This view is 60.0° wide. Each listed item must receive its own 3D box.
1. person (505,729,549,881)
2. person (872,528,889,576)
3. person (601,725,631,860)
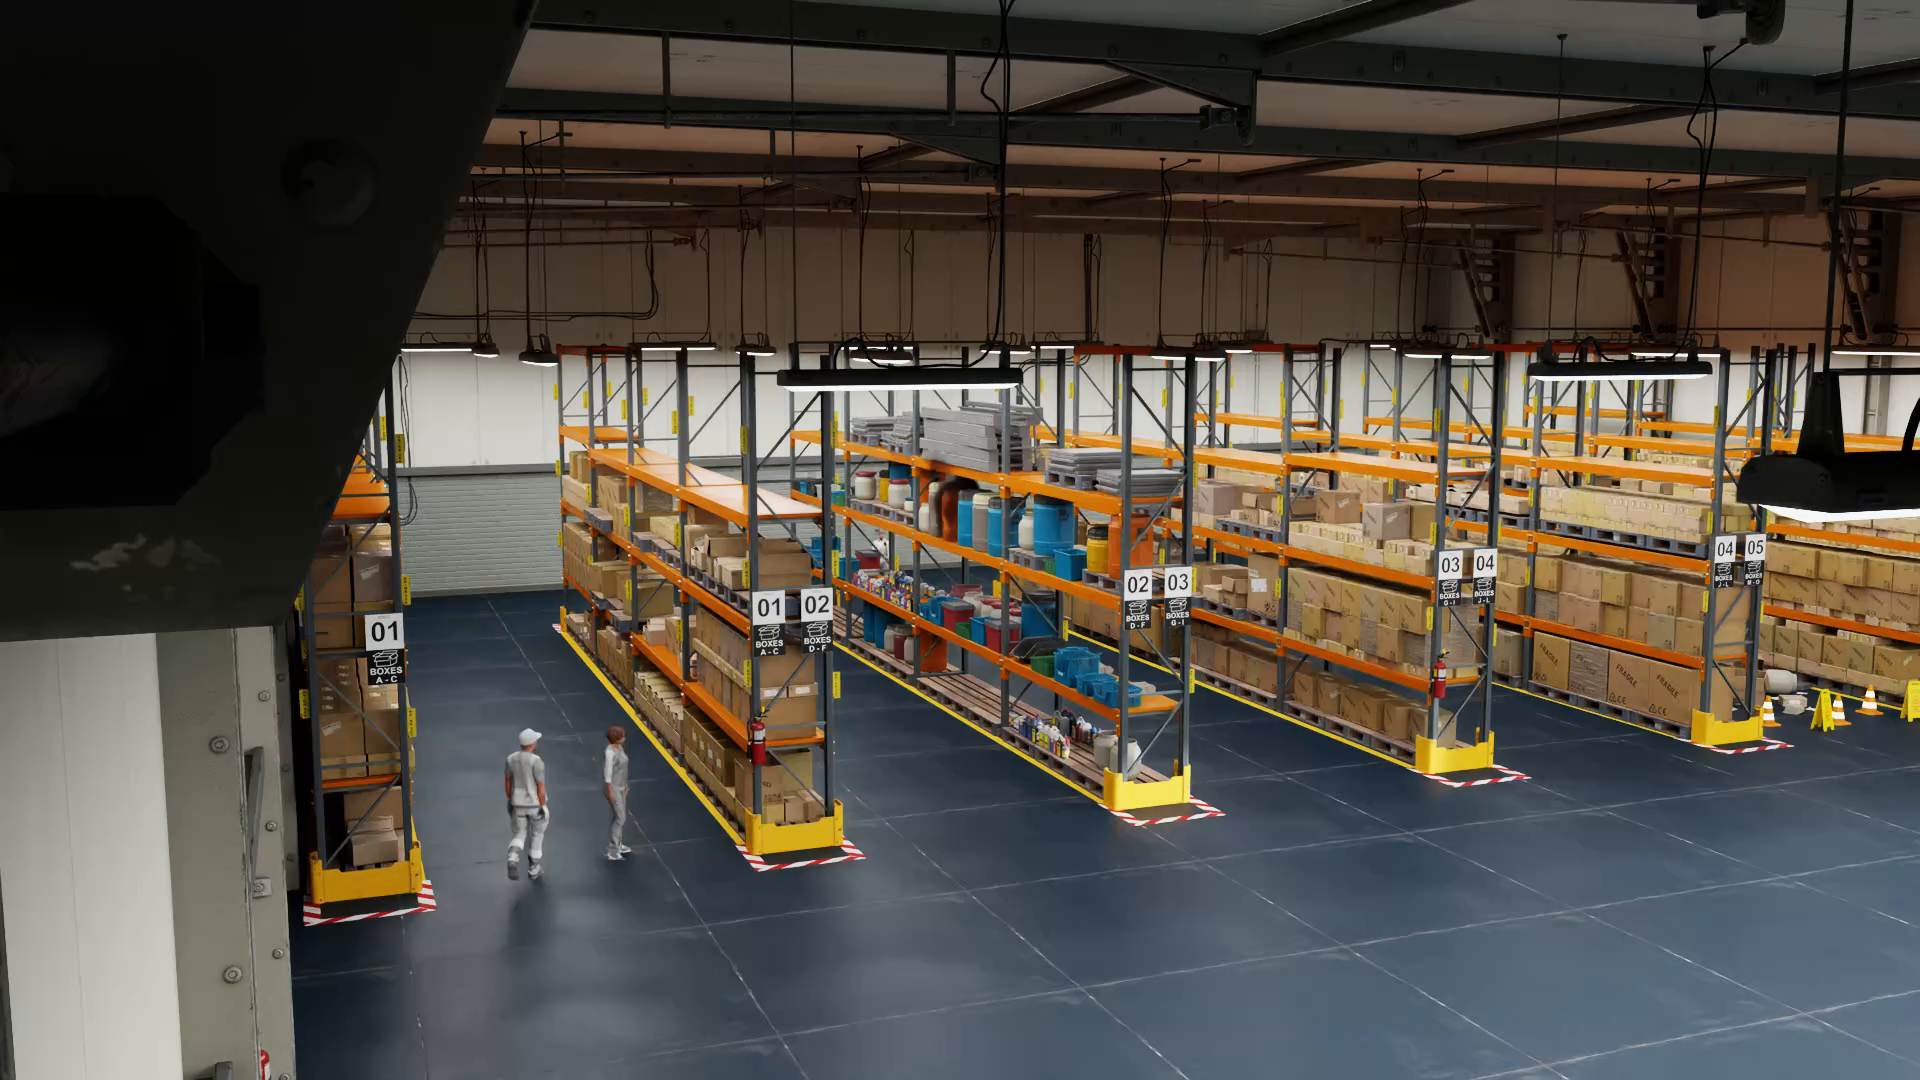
[{"bbox_3d":[-4.962,3.034,18.977,0.540,1.778,0.683,1,7,7],"label":"person"},{"bbox_3d":[-1.830,0.526,39.181,0.499,1.661,0.882,4,8,29],"label":"person"},{"bbox_3d":[-4.155,3.040,20.044,0.333,1.639,0.483,0,7,2],"label":"person"}]
